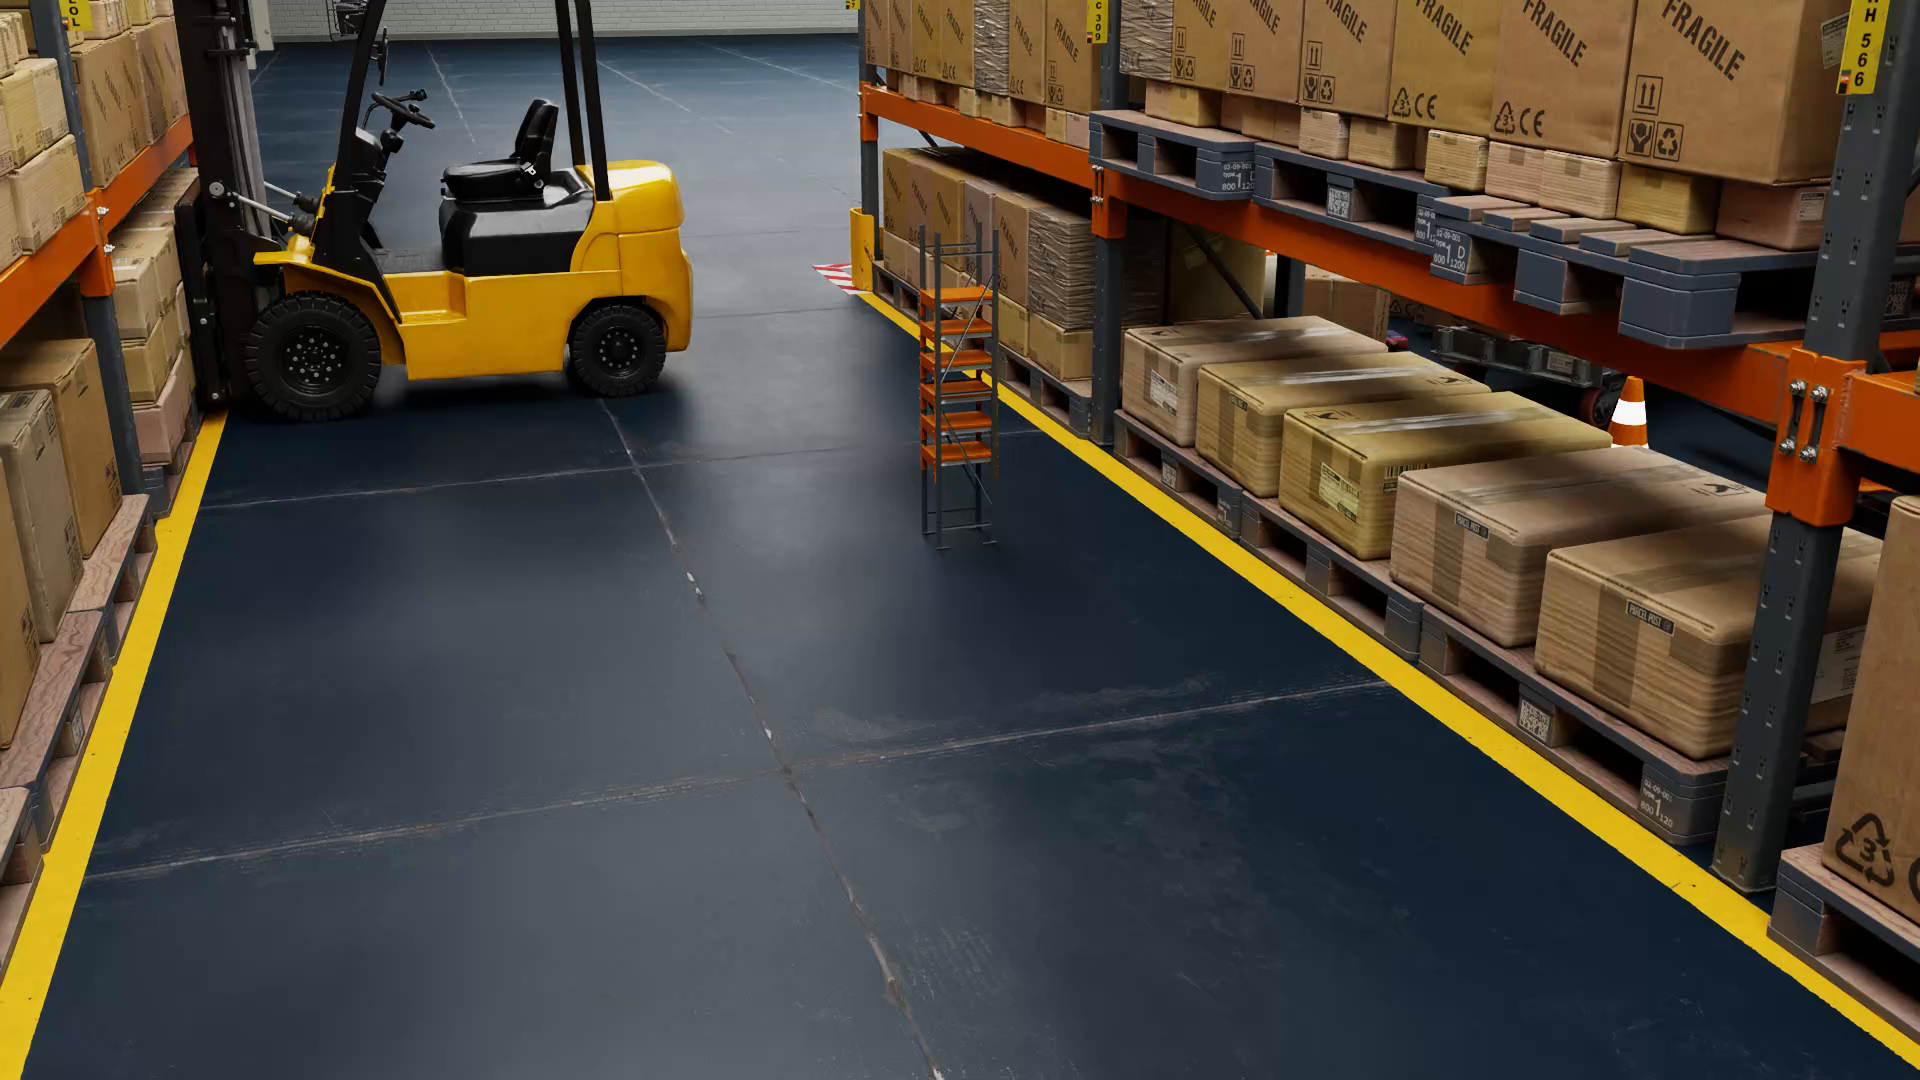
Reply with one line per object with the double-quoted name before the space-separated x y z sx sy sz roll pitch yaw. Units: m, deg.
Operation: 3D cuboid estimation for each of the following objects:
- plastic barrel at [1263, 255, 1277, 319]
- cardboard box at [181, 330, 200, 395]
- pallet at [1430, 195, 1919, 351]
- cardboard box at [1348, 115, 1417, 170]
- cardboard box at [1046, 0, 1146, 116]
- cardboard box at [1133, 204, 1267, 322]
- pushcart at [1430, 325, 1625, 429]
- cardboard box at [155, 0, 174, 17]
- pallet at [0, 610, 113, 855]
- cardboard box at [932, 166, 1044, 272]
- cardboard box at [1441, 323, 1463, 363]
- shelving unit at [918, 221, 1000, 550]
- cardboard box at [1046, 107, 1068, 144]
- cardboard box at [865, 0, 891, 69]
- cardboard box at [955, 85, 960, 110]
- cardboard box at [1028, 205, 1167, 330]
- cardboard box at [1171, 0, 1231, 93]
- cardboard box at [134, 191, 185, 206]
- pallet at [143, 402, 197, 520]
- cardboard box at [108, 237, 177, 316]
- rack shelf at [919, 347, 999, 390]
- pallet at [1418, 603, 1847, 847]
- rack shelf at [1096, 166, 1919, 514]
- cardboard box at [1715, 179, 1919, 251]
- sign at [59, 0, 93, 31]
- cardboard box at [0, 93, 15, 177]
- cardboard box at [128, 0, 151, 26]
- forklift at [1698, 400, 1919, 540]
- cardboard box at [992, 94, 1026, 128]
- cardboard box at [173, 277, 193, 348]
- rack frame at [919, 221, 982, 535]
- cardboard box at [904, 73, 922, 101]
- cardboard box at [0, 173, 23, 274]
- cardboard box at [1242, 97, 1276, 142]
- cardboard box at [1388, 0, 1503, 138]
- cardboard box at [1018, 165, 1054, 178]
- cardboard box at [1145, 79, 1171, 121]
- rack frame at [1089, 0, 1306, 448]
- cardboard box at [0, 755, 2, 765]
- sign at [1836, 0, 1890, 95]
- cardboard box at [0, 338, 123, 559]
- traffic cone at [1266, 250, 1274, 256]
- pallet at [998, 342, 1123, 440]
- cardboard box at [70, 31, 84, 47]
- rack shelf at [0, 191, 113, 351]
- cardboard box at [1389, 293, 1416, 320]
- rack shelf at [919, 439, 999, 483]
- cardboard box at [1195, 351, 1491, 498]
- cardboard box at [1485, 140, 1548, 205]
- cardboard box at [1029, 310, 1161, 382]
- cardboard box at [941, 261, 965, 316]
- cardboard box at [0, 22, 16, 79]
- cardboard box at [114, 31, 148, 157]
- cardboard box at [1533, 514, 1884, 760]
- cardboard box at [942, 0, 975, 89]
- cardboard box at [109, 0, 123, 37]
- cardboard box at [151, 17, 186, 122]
"plastic barrel" 1.923 -1.474 9.894 0.512 0.421 0.421 8 21 20
"cardboard box" -3.805 -0.795 7.639 0.500 0.250 0.500 -6 21 -16
"pallet" 2.026 -0.748 4.347 1.213 0.211 1.003 -6 21 -17
"cardboard box" 1.463 -1.270 5.265 0.380 0.149 0.250 -7 21 -19
"cardboard box" 0.718 -2.208 7.539 0.500 0.500 0.500 -7 21 -19
"cardboard box" 1.165 -1.380 8.157 0.500 0.500 0.500 -5 20 -15
"pushcart" 3.243 -0.929 8.445 1.648 0.377 0.936 -15 25 -36
"cardboard box" -4.391 -2.852 8.812 0.380 0.149 0.250 -6 21 -16
"pallet" -2.961 0.560 4.544 1.003 0.211 1.213 -6 21 -17
"cardboard box" 0.154 -1.820 9.384 0.500 0.500 0.500 -6 21 -16
"cardboard box" 2.875 -1.108 9.108 0.396 0.266 0.258 12 23 30
"shelving unit" -0.005 -0.569 6.227 0.258 1.200 0.189 -6 21 -17
"cardboard box" 0.619 -1.937 7.743 0.380 0.149 0.250 -6 21 -16
"cardboard box" -0.278 -3.194 10.284 0.500 0.500 0.500 -7 21 -18
"cardboard box" 0.190 -2.434 9.128 0.380 0.149 0.250 -7 21 -19
"cardboard box" 0.653 -1.323 7.999 0.500 0.500 0.500 -7 21 -18
"cardboard box" 1.127 -1.948 6.194 0.500 0.500 0.500 -6 21 -17
"cardboard box" -4.099 -1.595 8.388 0.500 0.250 0.500 -6 21 -17
"pallet" -3.827 -0.324 7.005 1.003 0.211 1.213 -6 21 -17
"cardboard box" -3.622 -1.104 7.021 0.500 0.250 0.500 -6 21 -17
"rack shelf" -0.005 -0.640 6.201 0.258 0.103 0.180 -6 21 -17
"pallet" 2.107 0.440 4.879 1.003 0.211 1.213 -6 21 -17
"rack shelf" 1.722 -0.925 5.618 1.077 0.370 4.000 -6 21 -17
"cardboard box" 2.025 -0.781 3.904 0.380 0.149 0.250 -6 21 -15
"sign" -3.105 -1.945 5.798 0.100 0.325 0.005 -6 21 -17
"cardboard box" -2.896 -1.082 4.473 0.500 0.250 0.500 -6 21 -16
"cardboard box" -4.073 -2.522 7.893 0.380 0.149 0.250 -6 21 -17
"forklift" 4.027 -1.333 5.791 1.130 2.935 3.031 -5 20 -13
"cardboard box" 0.381 -2.183 8.429 0.380 0.149 0.250 -7 21 -18
"cardboard box" -3.783 -1.027 7.546 0.500 0.250 0.500 -7 21 -18
"rack frame" -0.033 -0.599 6.308 0.240 1.200 0.006 -6 21 -17
"cardboard box" -0.118 -2.680 9.812 0.380 0.149 0.250 -6 21 -16
"cardboard box" -2.920 -0.849 4.563 0.500 0.250 0.500 -6 21 -17
"cardboard box" 1.241 -1.523 5.969 0.380 0.149 0.250 -6 21 -16
"cardboard box" 1.612 -1.449 4.804 0.500 0.500 0.500 -8 21 -21
"cardboard box" 0.655 -1.886 9.567 0.500 0.500 0.500 -7 21 -18
"cardboard box" 0.968 -1.773 6.667 0.380 0.149 0.250 -6 21 -16
"rack frame" 1.094 -1.905 7.283 1.000 3.000 0.127 -6 21 -17
"cardboard box" -2.756 0.417 3.711 0.875 0.625 0.625 -6 21 -15
"sign" 1.839 -1.068 3.358 0.100 0.325 0.005 -6 21 -17
"cardboard box" -3.442 -0.290 5.679 0.875 0.625 0.625 -5 20 -15
"traffic cone" 2.143 -2.221 11.915 0.336 0.463 0.334 -6 21 -17
"pallet" 0.849 -0.804 8.344 1.003 0.211 1.213 -6 21 -17
"cardboard box" -3.550 -1.942 6.278 0.380 0.149 0.250 -6 21 -16
"rack shelf" -2.988 -0.396 4.146 1.077 0.370 4.000 -6 21 -17
"cardboard box" 2.792 -1.719 10.458 0.637 0.503 0.797 12 23 30
"rack shelf" -0.005 -0.302 6.323 0.258 0.103 0.180 -6 21 -17
"cardboard box" 1.490 -0.468 6.547 0.950 0.372 0.625 -5 20 -14
"cardboard box" 1.678 -1.017 4.561 0.380 0.149 0.250 -7 21 -20
"cardboard box" 0.653 -0.970 8.125 0.500 0.250 0.500 -5 20 -15
"cardboard box" 0.164 -1.466 9.506 0.500 0.250 0.500 -5 20 -14
"cardboard box" -2.965 -1.407 4.790 0.380 0.149 0.250 -7 21 -19
"cardboard box" -3.848 -1.921 7.180 0.500 0.500 0.500 -7 21 -18
"cardboard box" 2.183 0.235 4.590 0.950 0.372 0.625 -8 21 -21
"cardboard box" 0.217 -2.703 8.915 0.500 0.500 0.500 -7 21 -18
"cardboard box" -3.747 -2.194 6.980 0.380 0.149 0.250 -7 21 -18
"cardboard box" -4.316 -2.410 8.540 0.500 0.500 0.500 -6 21 -15
